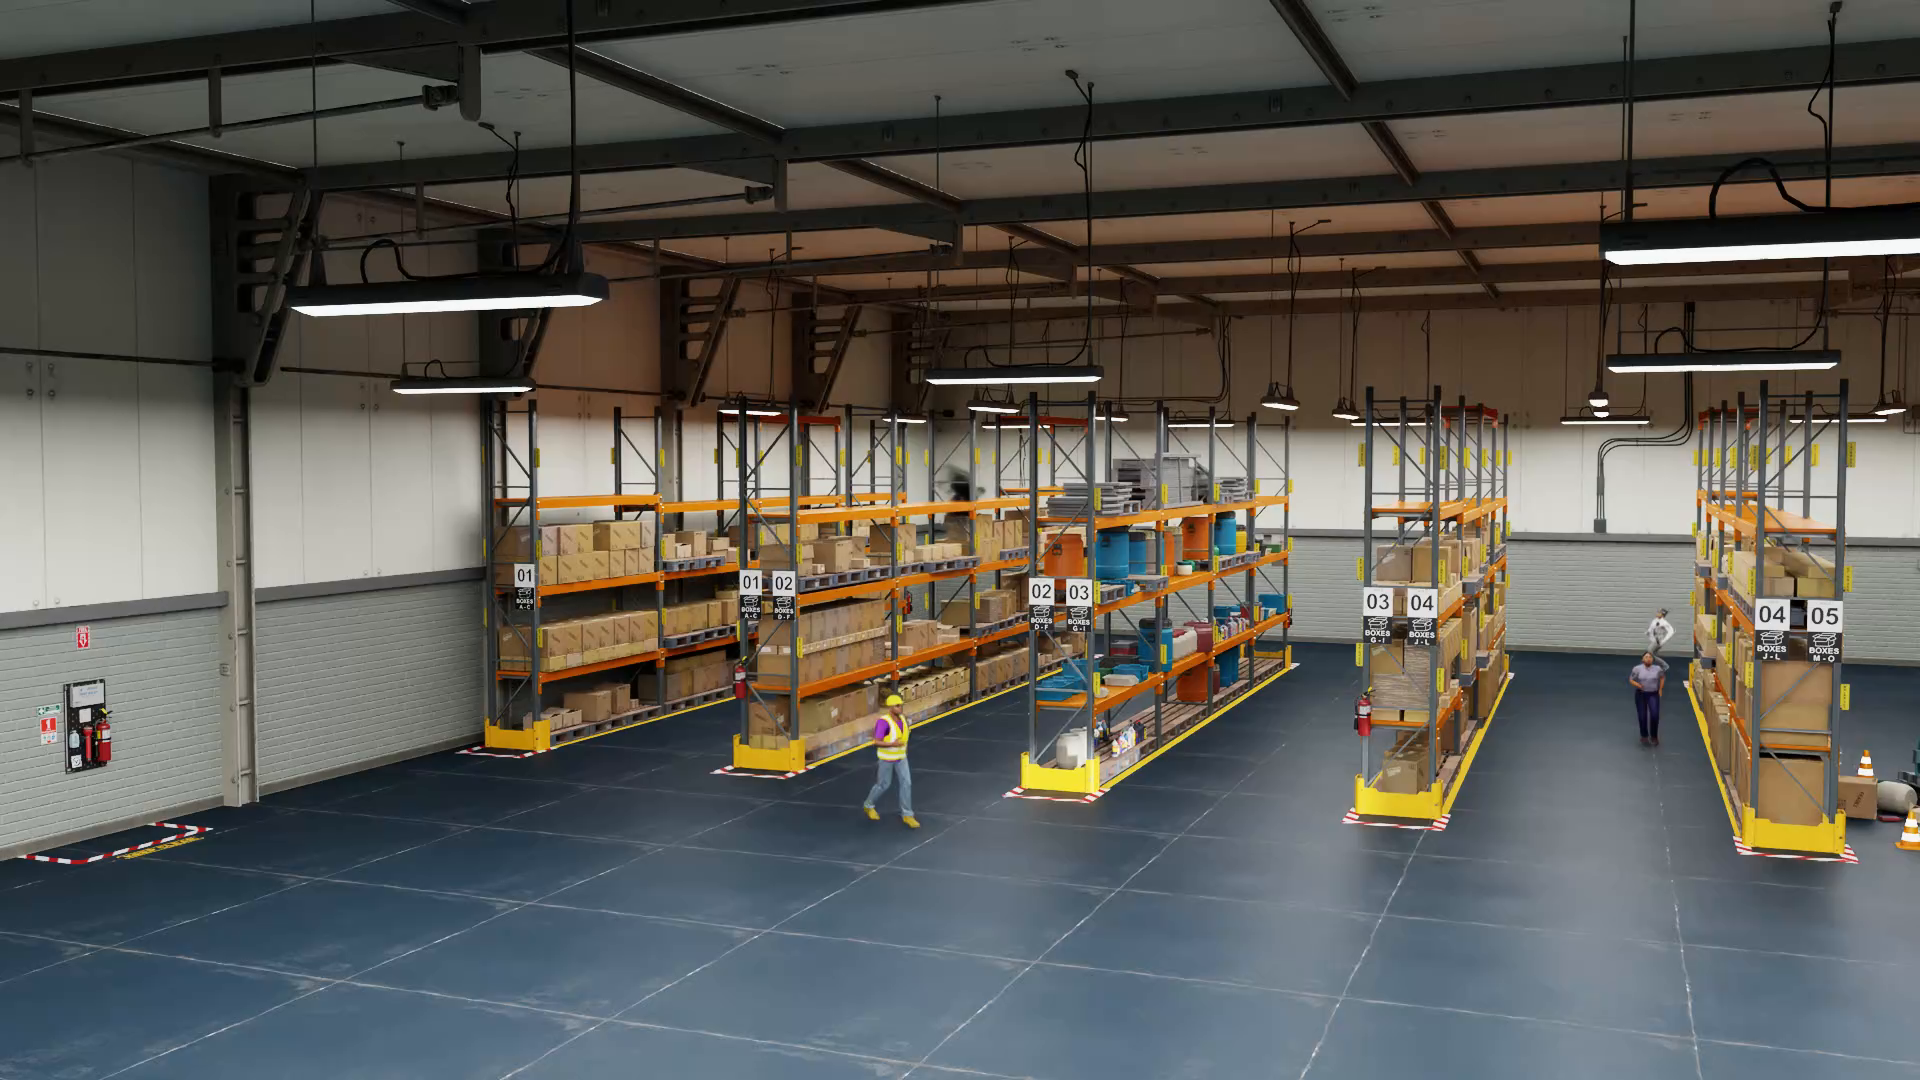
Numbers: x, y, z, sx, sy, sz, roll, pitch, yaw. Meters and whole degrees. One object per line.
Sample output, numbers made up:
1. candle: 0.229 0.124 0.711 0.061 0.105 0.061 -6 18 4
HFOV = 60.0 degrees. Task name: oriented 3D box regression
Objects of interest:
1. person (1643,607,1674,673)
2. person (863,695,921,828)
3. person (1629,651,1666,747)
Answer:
1. person: 15.756 2.327 37.664 0.759 1.655 0.681 0 3 2
2. person: -0.944 2.987 22.632 0.935 1.781 0.654 3 4 44
3. person: 11.971 2.765 28.966 0.592 1.653 0.670 1 3 21
